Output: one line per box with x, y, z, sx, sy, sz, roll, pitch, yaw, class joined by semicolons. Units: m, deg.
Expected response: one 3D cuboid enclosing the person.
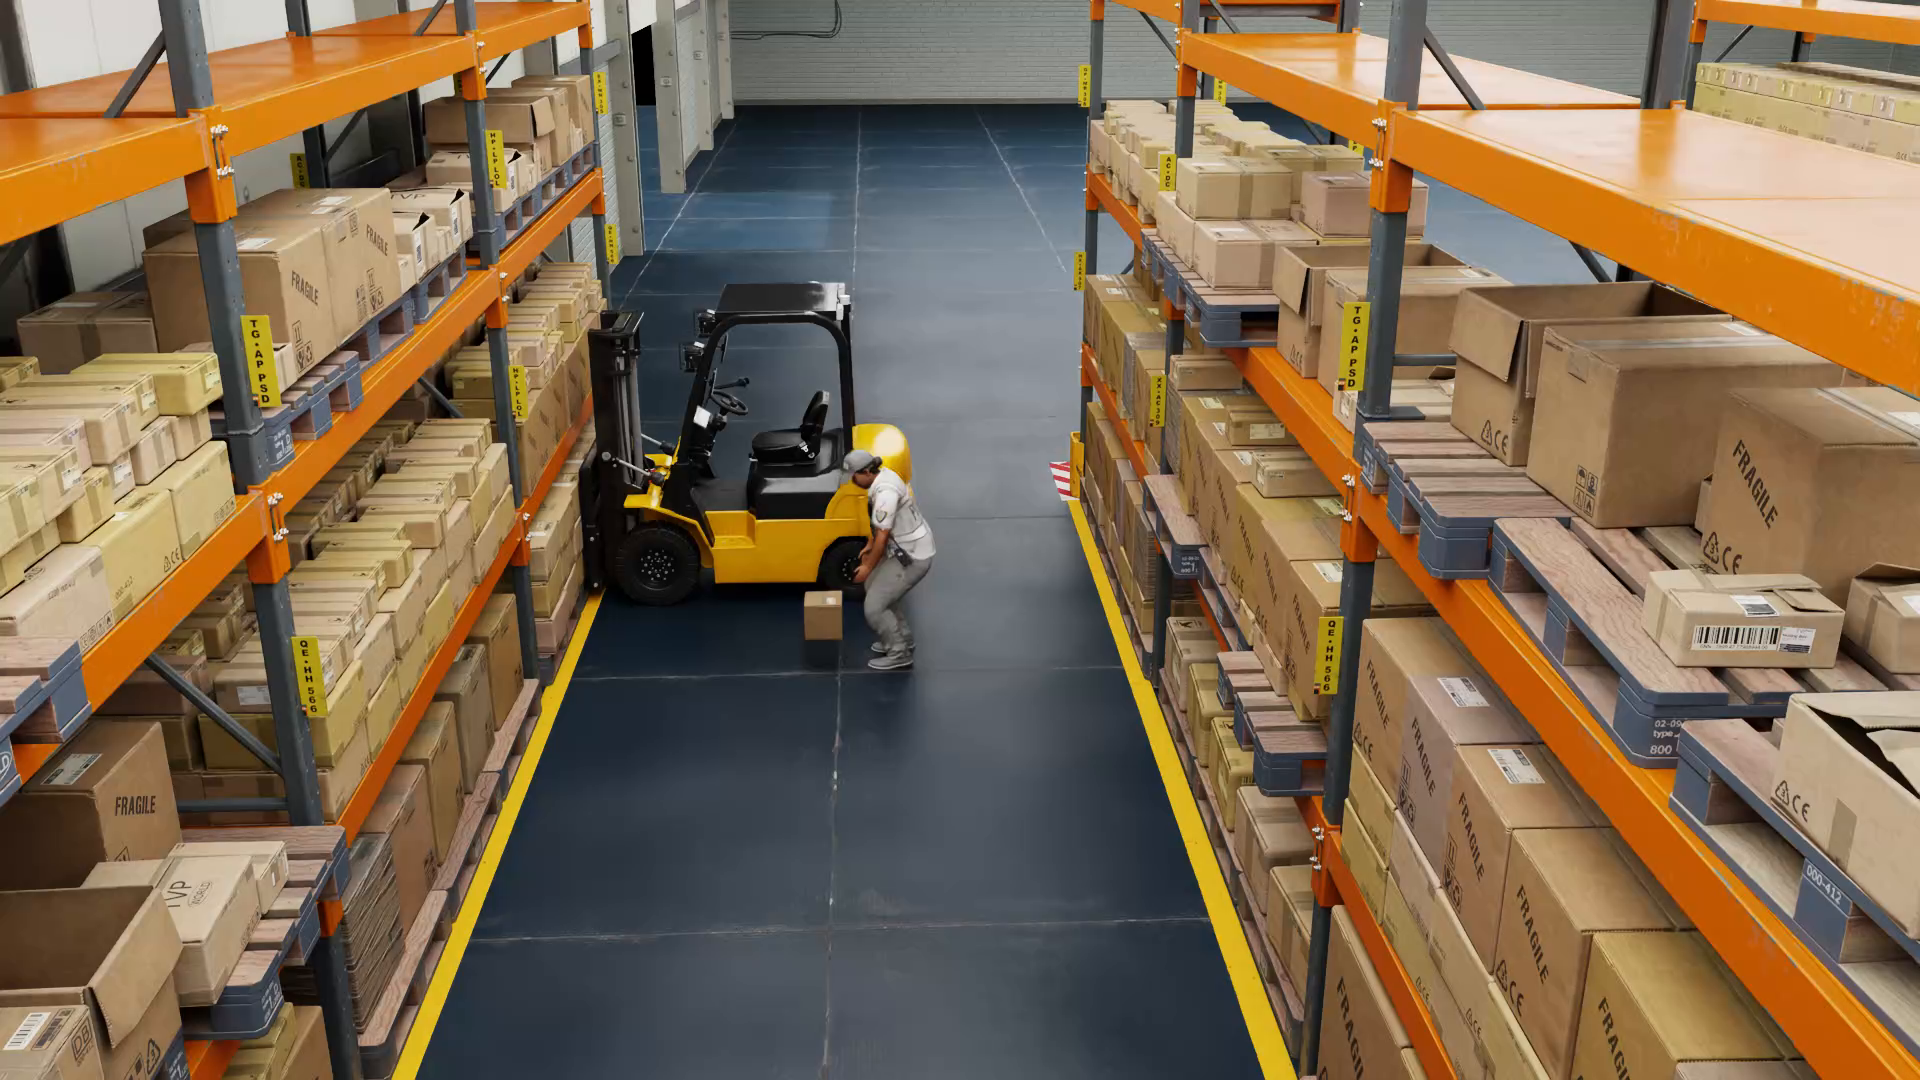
-0.474;0.116;11.016;0.632;1.502;0.525;-1;21;-2;person
